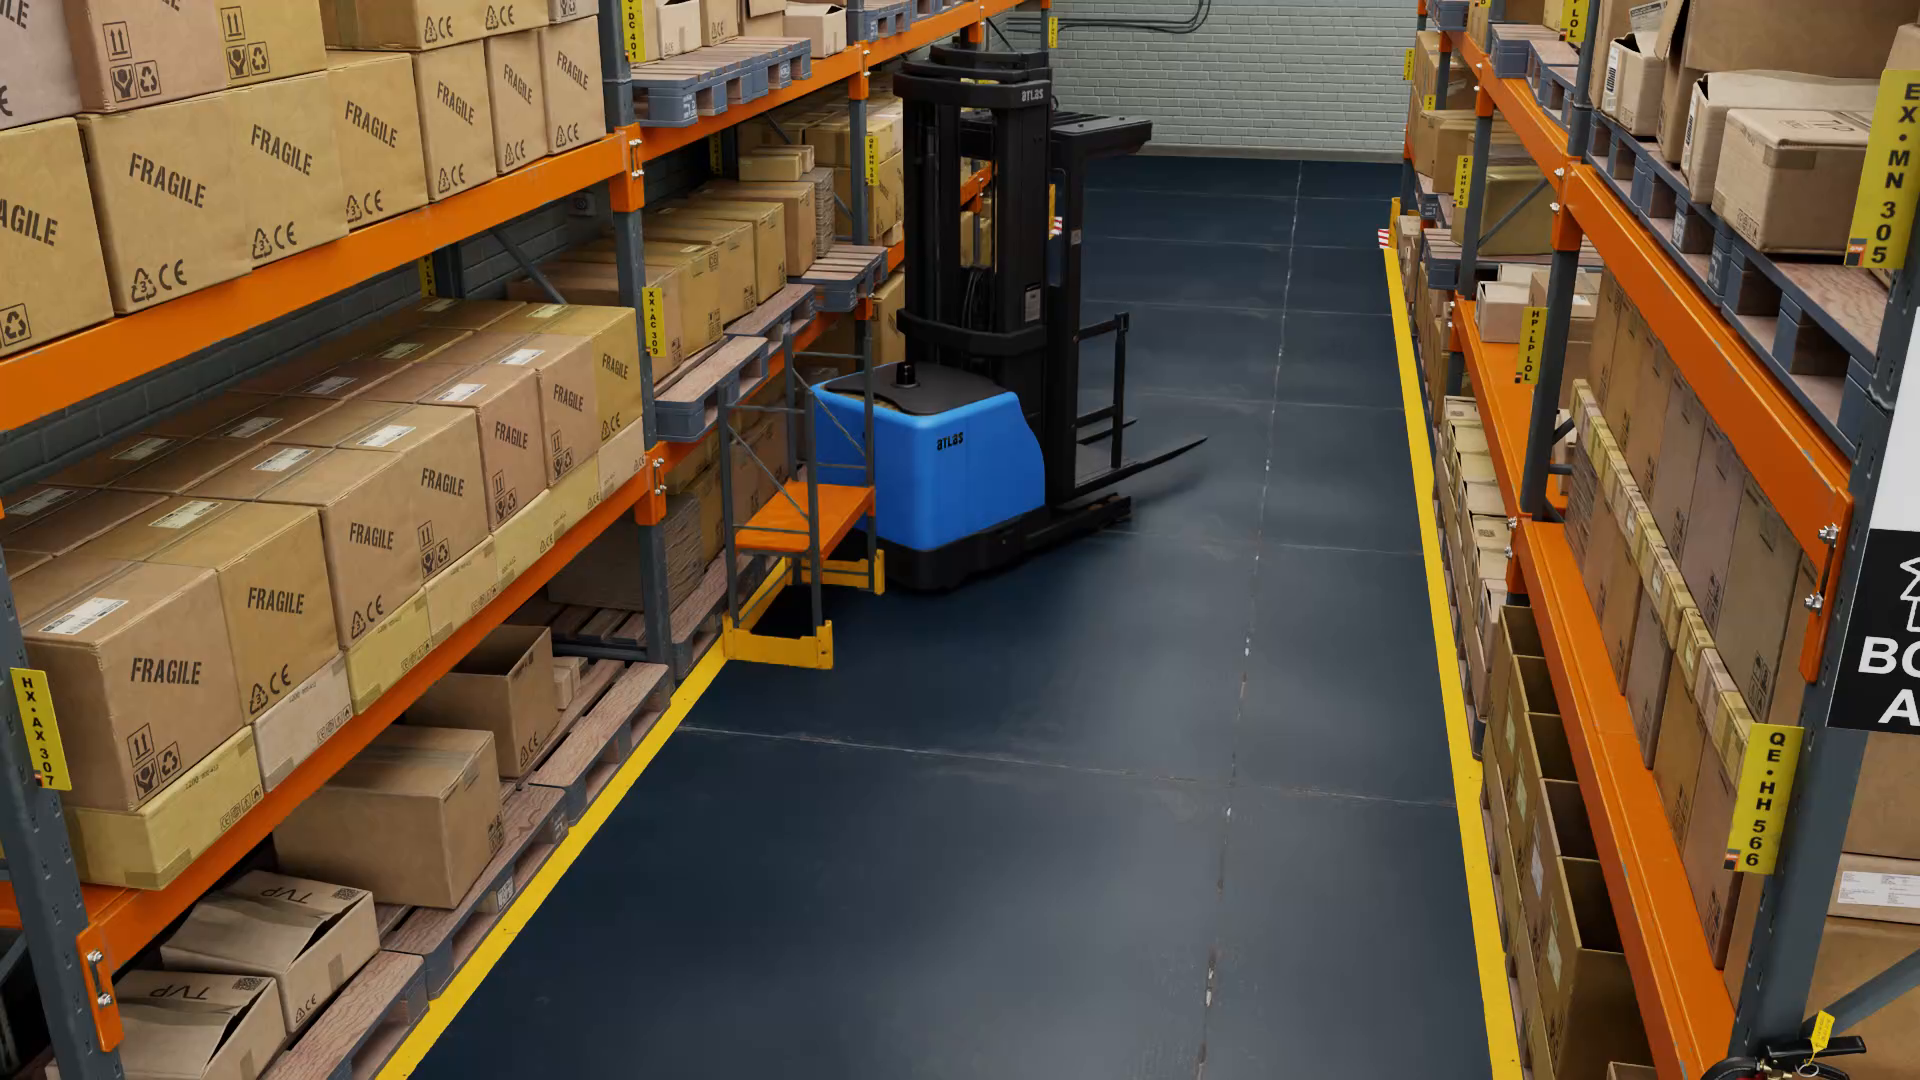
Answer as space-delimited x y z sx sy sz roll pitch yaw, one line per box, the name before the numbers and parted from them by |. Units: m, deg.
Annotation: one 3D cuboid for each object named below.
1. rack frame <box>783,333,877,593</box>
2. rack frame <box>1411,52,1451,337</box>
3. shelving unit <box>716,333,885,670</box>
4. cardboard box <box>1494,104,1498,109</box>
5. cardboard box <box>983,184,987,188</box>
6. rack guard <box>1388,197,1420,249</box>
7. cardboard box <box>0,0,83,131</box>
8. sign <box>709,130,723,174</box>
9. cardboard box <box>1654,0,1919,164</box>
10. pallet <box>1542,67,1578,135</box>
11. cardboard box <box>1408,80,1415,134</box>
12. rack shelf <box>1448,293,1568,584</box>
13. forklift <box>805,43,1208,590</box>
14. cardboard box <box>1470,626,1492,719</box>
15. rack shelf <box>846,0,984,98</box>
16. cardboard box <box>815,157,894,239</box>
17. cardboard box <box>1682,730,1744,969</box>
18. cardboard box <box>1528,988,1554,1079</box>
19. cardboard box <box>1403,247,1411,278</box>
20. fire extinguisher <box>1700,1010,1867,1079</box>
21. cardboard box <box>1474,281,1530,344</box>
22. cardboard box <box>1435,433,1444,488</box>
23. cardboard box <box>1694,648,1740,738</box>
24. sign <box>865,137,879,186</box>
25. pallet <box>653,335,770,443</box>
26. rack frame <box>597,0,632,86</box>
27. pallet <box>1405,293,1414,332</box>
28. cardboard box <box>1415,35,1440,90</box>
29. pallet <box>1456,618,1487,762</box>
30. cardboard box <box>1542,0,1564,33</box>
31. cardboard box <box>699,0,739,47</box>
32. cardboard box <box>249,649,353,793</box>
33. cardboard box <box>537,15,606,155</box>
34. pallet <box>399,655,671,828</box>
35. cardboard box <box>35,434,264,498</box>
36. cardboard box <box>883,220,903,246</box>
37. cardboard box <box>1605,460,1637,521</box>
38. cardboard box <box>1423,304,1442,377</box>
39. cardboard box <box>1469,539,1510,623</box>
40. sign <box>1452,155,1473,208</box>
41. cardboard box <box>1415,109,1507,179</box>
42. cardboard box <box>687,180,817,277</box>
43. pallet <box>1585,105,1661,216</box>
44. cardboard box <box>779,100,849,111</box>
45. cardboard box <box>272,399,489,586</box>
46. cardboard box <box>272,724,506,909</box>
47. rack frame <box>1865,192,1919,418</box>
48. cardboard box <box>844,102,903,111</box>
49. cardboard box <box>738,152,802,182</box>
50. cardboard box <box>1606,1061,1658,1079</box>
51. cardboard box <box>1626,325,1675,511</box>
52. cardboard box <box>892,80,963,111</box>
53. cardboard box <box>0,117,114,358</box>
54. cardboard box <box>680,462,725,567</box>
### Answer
rack frame | -0.725 -0.418 9.384 0.500 1.500 0.032 5 22 12
rack frame | 4.535 -3.191 14.262 1.000 3.000 0.127 4 22 11
shelving unit | -0.840 -0.236 8.933 0.587 1.500 1.083 5 22 12
cardboard box | 4.907 -3.852 14.431 0.500 0.500 0.500 5 22 12
cardboard box | 0.081 -3.794 17.674 0.380 0.149 0.250 5 22 12
rack guard | 5.336 -3.467 18.293 1.175 0.500 0.348 4 22 11
cardboard box | -2.447 -1.212 3.834 0.500 0.500 0.500 3 22 7
sign | -1.675 -2.683 11.450 0.100 0.325 0.005 4 22 11
cardboard box | 2.443 -1.372 4.842 0.797 0.503 0.637 7 23 17
pallet | 3.070 -1.892 7.276 0.805 0.209 1.217 4 22 9
cardboard box | 5.003 -4.558 17.523 0.500 0.500 0.500 5 22 12
rack shelf | 3.311 -0.663 8.948 1.077 0.370 4.000 4 22 11
forklift | 0.447 -1.539 10.251 1.130 2.935 3.031 19 29 39
cardboard box | 2.704 0.641 7.864 0.500 0.250 0.500 4 22 10
rack shelf | -0.723 -3.894 12.954 1.077 0.370 4.000 4 22 11
cardboard box | -0.782 -2.456 11.879 0.500 0.500 0.500 5 22 13
cardboard box | 2.297 0.789 4.246 0.700 0.500 0.500 5 22 12
cardboard box | 2.097 1.693 5.254 0.500 0.250 0.500 4 22 11
cardboard box | 4.527 -2.652 15.934 0.500 0.311 0.500 4 22 11
fire extinguisher | 1.608 1.241 3.360 0.296 0.674 0.183 4 22 11
cardboard box | 3.347 -1.375 9.871 0.500 0.311 0.500 4 22 10
cardboard box | 3.325 -0.479 10.645 0.500 0.250 0.500 4 22 11
cardboard box | 2.136 0.415 4.307 0.380 0.149 0.250 5 22 12
sign | -0.598 -2.567 11.268 0.100 0.325 0.005 4 22 11
pallet | -1.649 -0.821 8.634 1.003 0.211 1.213 4 22 11
rack frame | -1.948 -3.425 6.811 1.000 3.000 0.127 4 22 11
pallet | 4.676 -2.149 15.407 1.003 0.211 1.213 4 22 11
cardboard box | 4.903 -4.830 16.860 0.500 0.500 0.500 5 22 11
pallet | 3.015 0.756 8.195 1.003 0.211 1.213 4 22 11
cardboard box | 3.681 -3.075 9.596 0.500 0.250 0.500 3 22 7
cardboard box | -1.506 -2.919 8.876 0.500 0.500 0.500 4 22 9
cardboard box | -2.261 0.536 5.181 0.500 0.250 0.500 4 22 9
cardboard box | -1.809 -1.884 6.841 0.500 0.500 0.500 5 22 12
pallet | -2.050 0.900 7.836 1.003 0.211 1.213 4 22 11
cardboard box | -2.662 -0.028 5.577 0.500 0.500 0.500 4 22 9
cardboard box | -0.640 -2.282 12.315 0.380 0.149 0.250 5 23 13
cardboard box | 2.451 -0.156 5.722 0.380 0.149 0.250 4 22 9
cardboard box | 3.887 -1.515 12.856 0.500 0.500 0.500 4 22 9
cardboard box | 2.805 0.194 8.224 0.500 0.311 0.500 5 22 12
sign | 3.186 -2.267 10.523 0.100 0.325 0.005 4 22 11
cardboard box | 4.219 -3.276 13.777 0.700 0.500 0.500 -3 22 -7
cardboard box | -1.305 -1.976 10.522 0.700 0.500 0.500 2 22 6
pallet | 2.754 -1.302 5.674 1.003 0.211 1.213 4 22 11
cardboard box | -1.076 -3.208 12.742 0.500 0.250 0.500 4 22 10
cardboard box | -2.056 -0.176 5.946 0.500 0.500 0.500 5 23 13
cardboard box | -2.219 1.057 6.470 0.700 0.500 0.500 3 22 8
rack frame | 2.086 -1.585 2.244 1.000 3.000 0.127 4 22 11
cardboard box | -0.579 -3.172 12.652 0.500 0.250 0.500 5 22 11
cardboard box | -1.224 -2.409 10.728 0.380 0.149 0.250 1 22 2
cardboard box | 1.905 1.711 4.204 0.500 0.500 0.500 4 22 11
cardboard box | 2.614 -0.383 5.419 0.700 0.500 0.500 4 22 11
cardboard box | -0.274 -3.732 14.043 0.500 0.250 0.500 5 22 12
cardboard box | -2.451 -0.729 3.973 0.500 0.500 0.500 5 22 12
cardboard box | -1.757 -0.150 9.467 0.700 0.500 0.500 4 22 10
